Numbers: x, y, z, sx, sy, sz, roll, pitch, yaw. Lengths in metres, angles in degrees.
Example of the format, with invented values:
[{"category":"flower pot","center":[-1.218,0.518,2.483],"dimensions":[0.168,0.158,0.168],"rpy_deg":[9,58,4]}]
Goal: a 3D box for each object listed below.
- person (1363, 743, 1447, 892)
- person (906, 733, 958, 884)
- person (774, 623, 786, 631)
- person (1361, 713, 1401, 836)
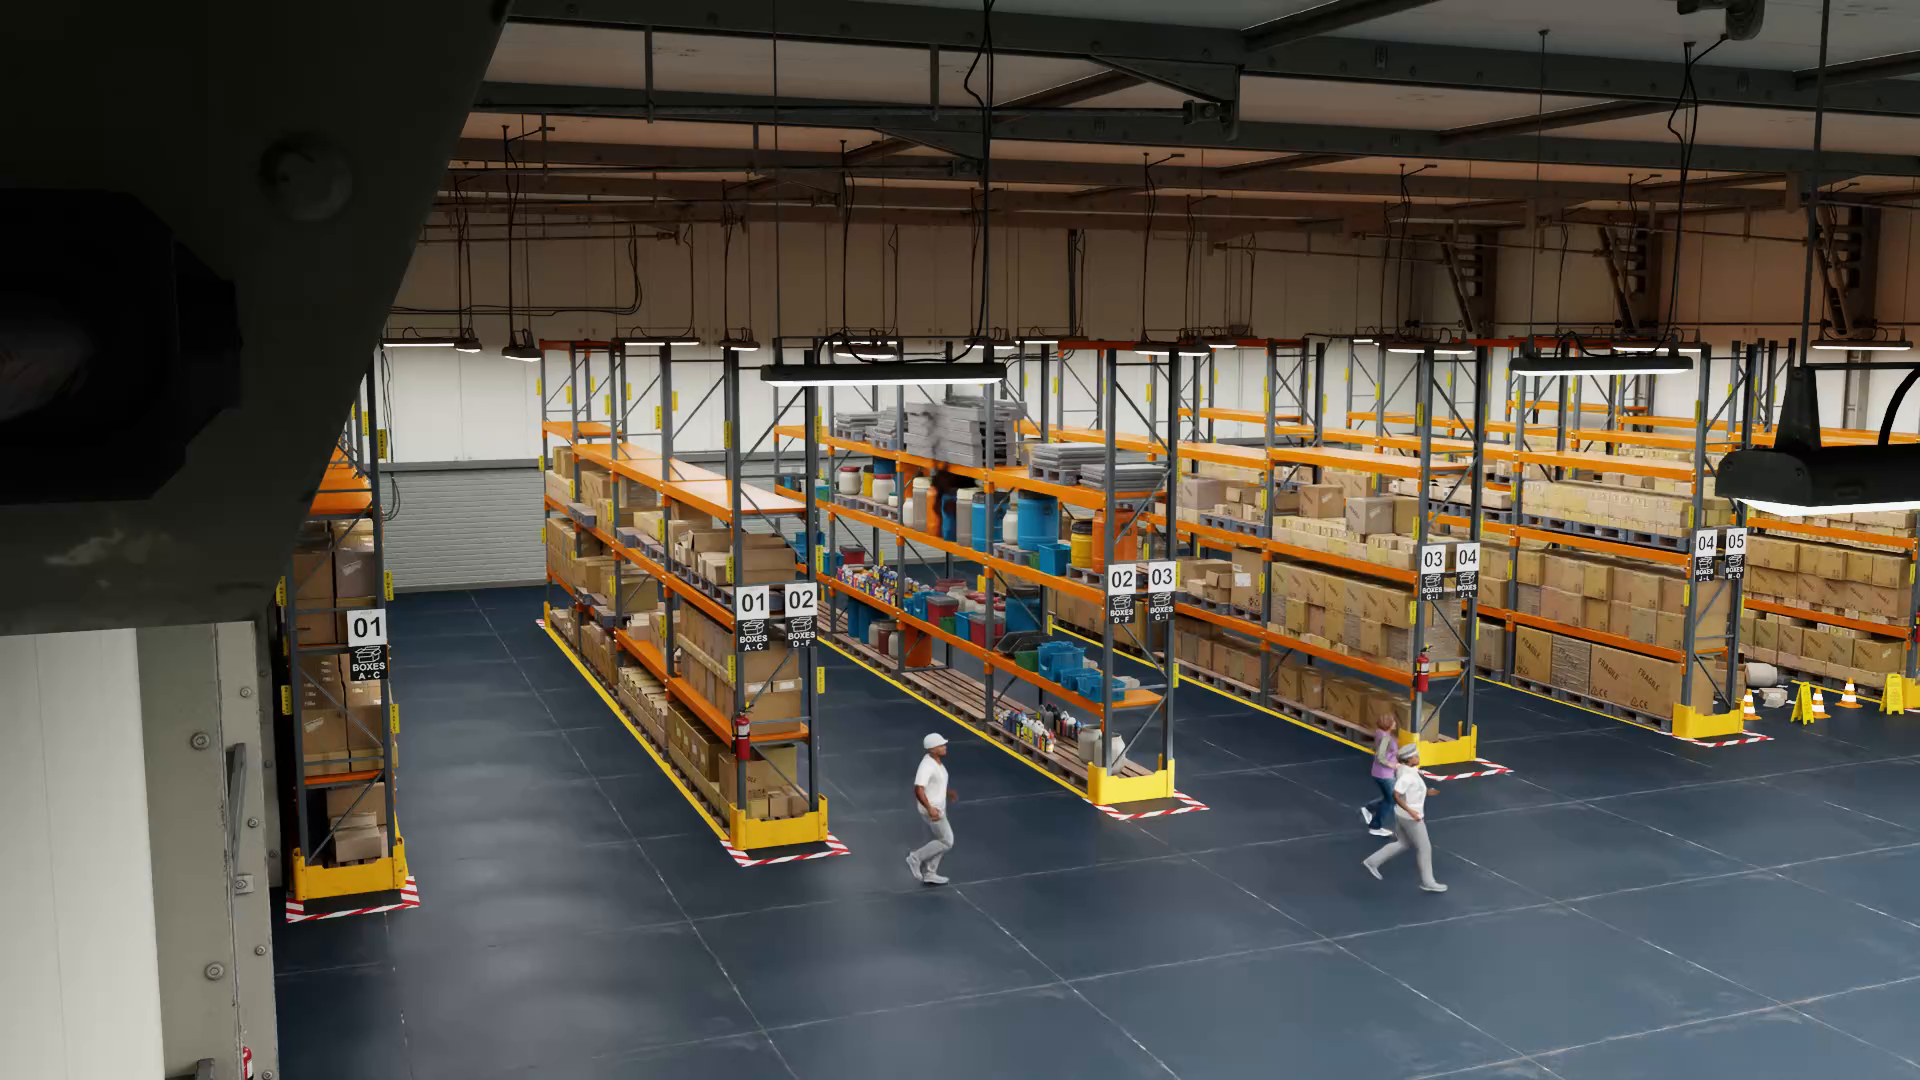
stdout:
[{"category":"person","center":[4.992,3.078,18.551],"dimensions":[0.924,1.674,0.583],"rpy_deg":[1,7,5]},{"category":"person","center":[-0.299,3.037,18.845],"dimensions":[0.536,1.734,0.715],"rpy_deg":[0,7,3]},{"category":"person","center":[-3.287,1.678,29.191],"dimensions":[0.672,1.736,0.779],"rpy_deg":[-4,8,-26]},{"category":"person","center":[5.246,2.904,20.550],"dimensions":[0.530,1.541,0.512],"rpy_deg":[1,8,11]}]
